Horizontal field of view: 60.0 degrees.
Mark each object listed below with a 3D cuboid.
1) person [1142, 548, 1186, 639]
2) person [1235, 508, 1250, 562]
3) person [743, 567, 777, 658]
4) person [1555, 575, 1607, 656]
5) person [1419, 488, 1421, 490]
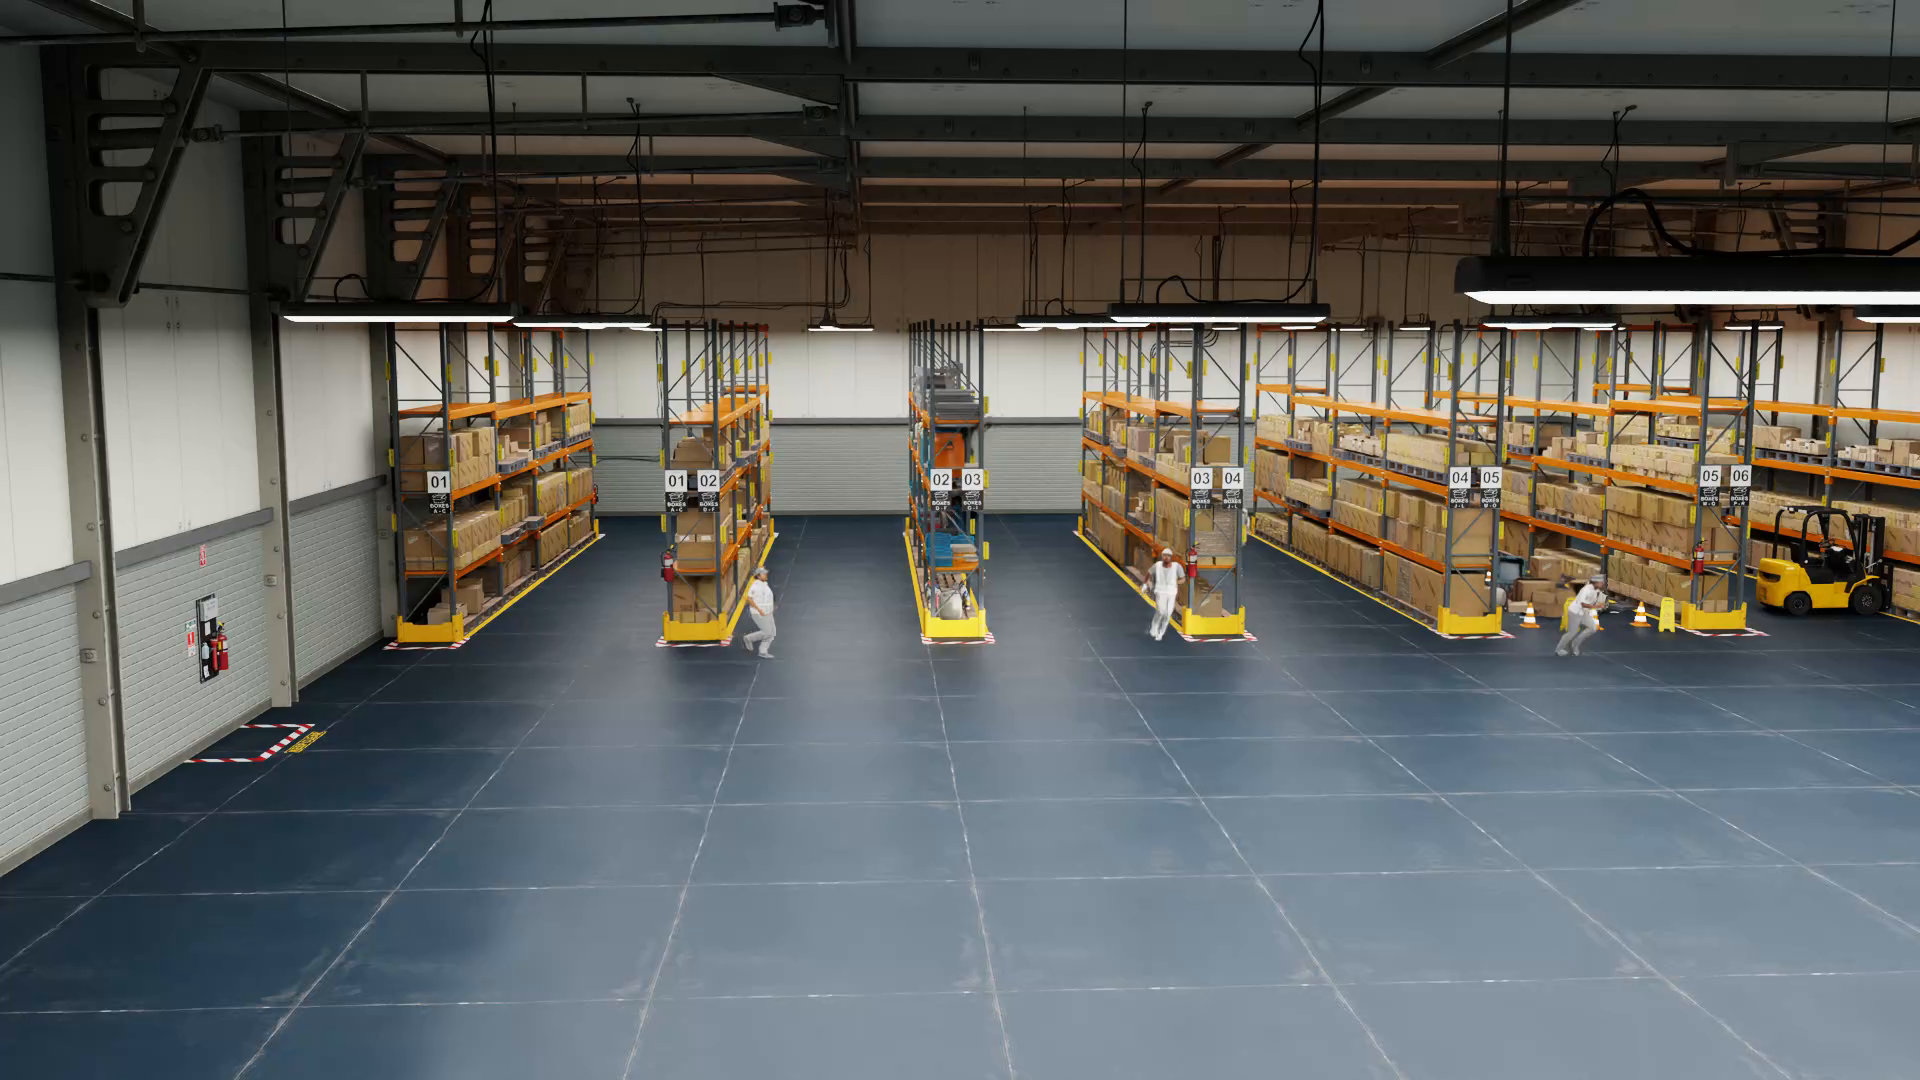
[{"bbox_3d":[3.833,1.016,31.228,0.777,1.736,0.639,-1,7,-5],"label":"person"},{"bbox_3d":[7.022,-0.247,41.815,0.612,1.652,0.524,-1,7,-6],"label":"person"},{"bbox_3d":[-3.543,1.289,29.515,0.554,1.626,0.609,2,7,17],"label":"person"},{"bbox_3d":[11.065,1.327,29.526,0.904,1.504,0.608,7,10,44],"label":"person"},{"bbox_3d":[13.840,-1.205,49.351,0.654,1.681,0.654,-1,7,-8],"label":"person"}]
